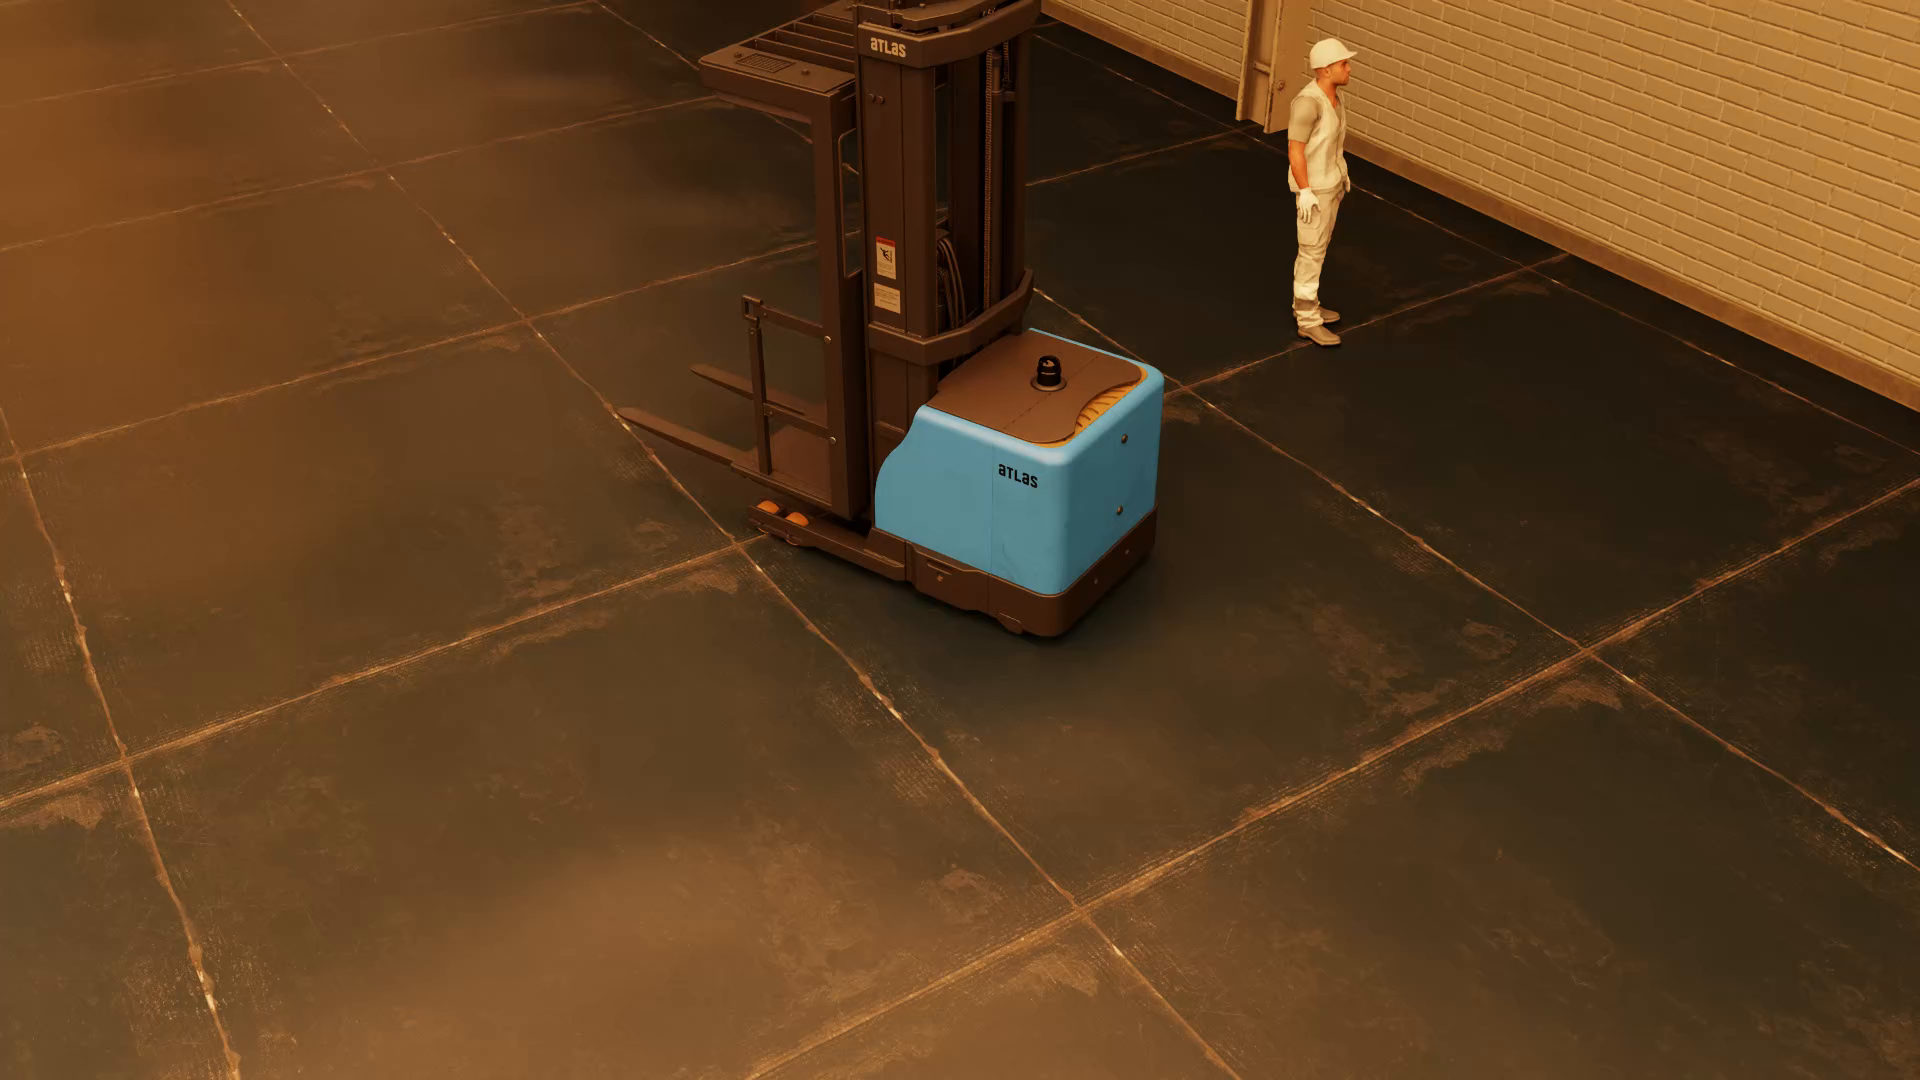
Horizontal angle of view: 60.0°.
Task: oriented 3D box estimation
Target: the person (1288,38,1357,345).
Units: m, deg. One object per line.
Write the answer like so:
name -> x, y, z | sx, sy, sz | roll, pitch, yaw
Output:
person -> 2.267, -2.144, 10.178 | 0.564, 1.789, 0.638 | 20, 40, 26

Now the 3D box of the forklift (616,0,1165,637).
forklift -> -0.500, -1.399, 8.138 | 3.031, 2.935, 1.130 | 22, 41, 28
